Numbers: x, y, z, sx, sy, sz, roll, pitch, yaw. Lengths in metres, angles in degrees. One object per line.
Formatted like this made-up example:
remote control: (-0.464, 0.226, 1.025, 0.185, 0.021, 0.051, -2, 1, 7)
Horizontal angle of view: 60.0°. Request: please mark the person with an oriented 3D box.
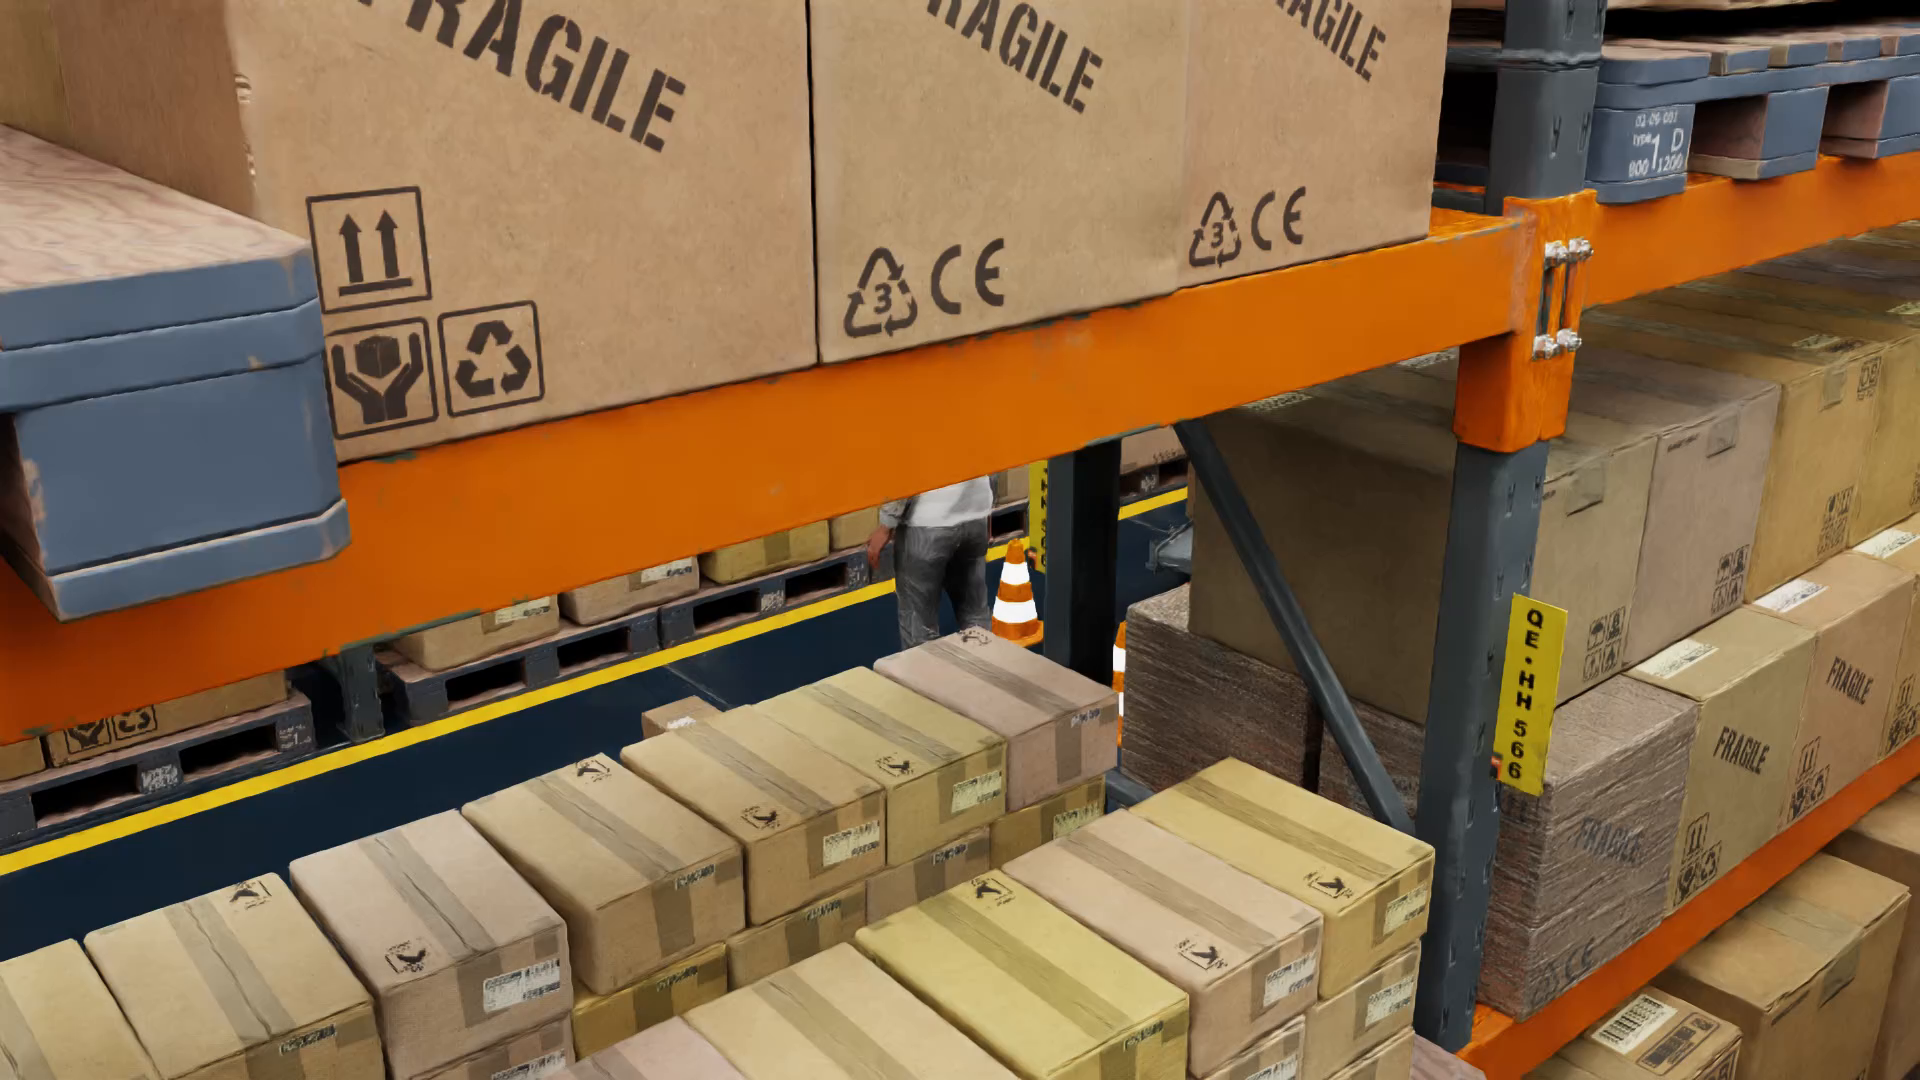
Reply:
person: (-0.100, -0.082, 6.715, 0.441, 1.772, 0.648, 18, 27, 40)
